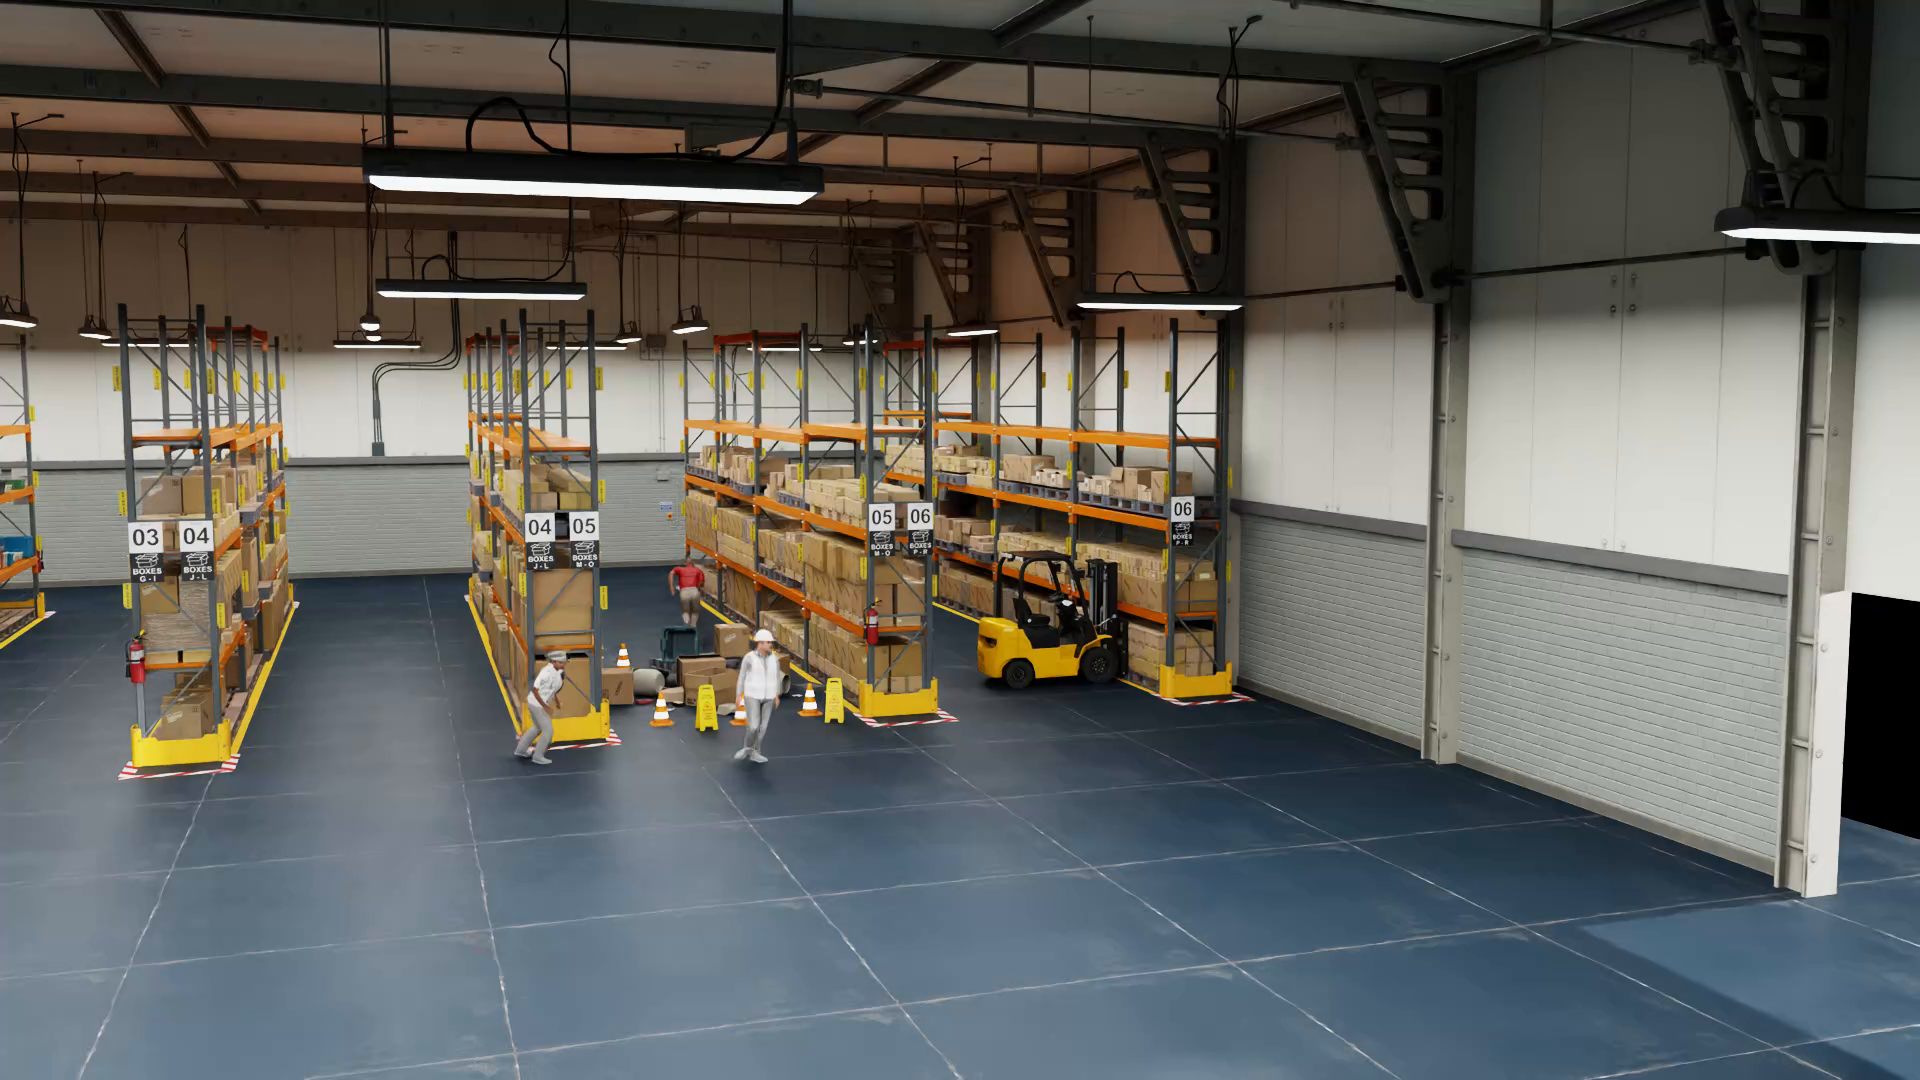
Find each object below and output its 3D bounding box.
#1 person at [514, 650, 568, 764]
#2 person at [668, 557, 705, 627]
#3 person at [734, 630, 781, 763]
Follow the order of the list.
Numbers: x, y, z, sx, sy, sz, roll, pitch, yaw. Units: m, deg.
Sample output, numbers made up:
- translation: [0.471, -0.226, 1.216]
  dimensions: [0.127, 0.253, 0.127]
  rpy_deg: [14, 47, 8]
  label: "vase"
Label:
- translation: [-5.514, 2.183, 21.892]
  dimensions: [0.826, 1.528, 0.637]
  rpy_deg: [0, 5, 3]
  label: "person"
- translation: [-5.369, 1.137, 32.690]
  dimensions: [0.704, 1.549, 0.858]
  rpy_deg: [-1, 6, -11]
  label: "person"
- translation: [-2.635, 2.051, 21.761]
  dimensions: [0.623, 1.760, 0.451]
  rpy_deg: [-4, 7, -33]
  label: "person"
